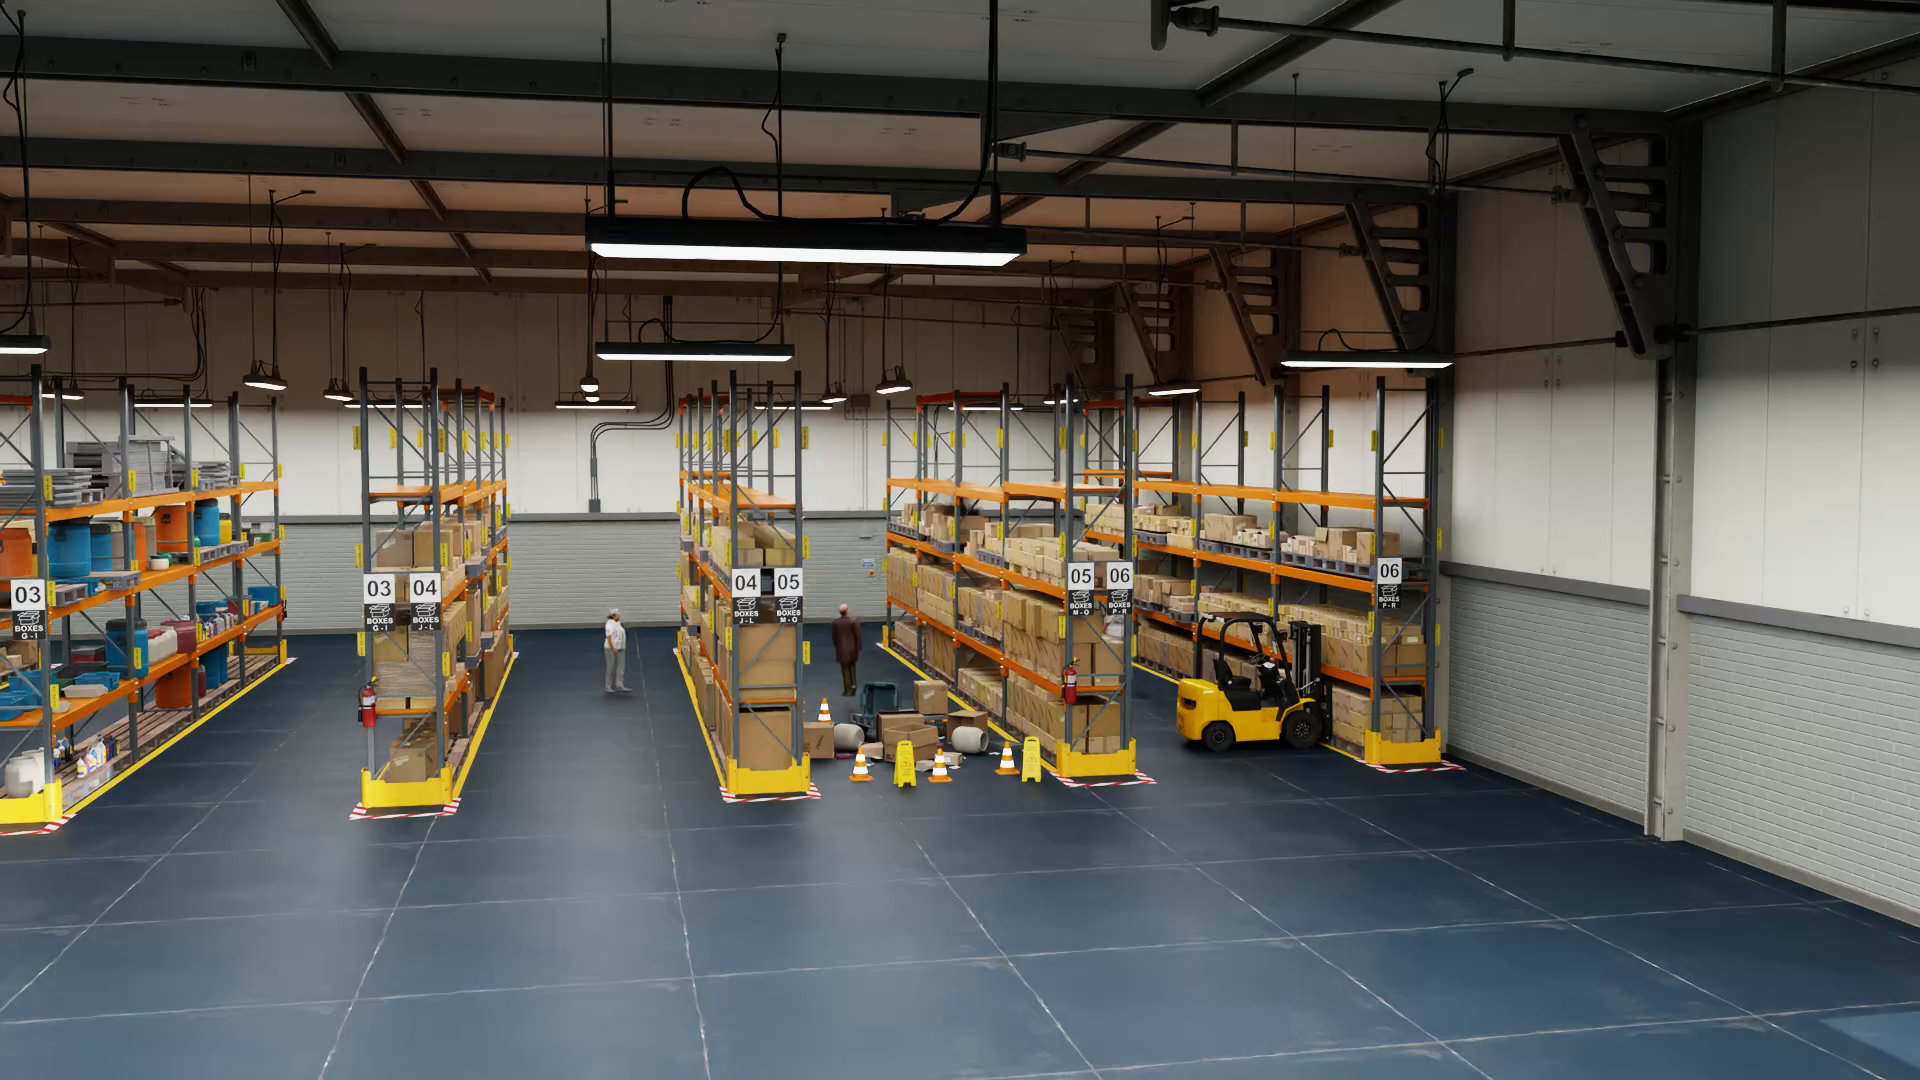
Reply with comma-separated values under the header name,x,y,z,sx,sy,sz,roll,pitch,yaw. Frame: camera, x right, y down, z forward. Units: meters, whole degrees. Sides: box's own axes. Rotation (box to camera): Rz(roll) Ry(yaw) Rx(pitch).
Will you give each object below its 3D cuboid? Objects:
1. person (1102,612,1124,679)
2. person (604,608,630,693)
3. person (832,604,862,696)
name,x,y,z,sx,sy,sz,roll,pitch,yaw
person,3.089,1.968,33.883,0.628,1.800,0.771,-2,4,-25
person,-6.861,2.199,33.182,0.464,1.676,0.516,2,4,33
person,-2.168,2.110,31.687,0.566,1.812,0.664,-1,4,-20
